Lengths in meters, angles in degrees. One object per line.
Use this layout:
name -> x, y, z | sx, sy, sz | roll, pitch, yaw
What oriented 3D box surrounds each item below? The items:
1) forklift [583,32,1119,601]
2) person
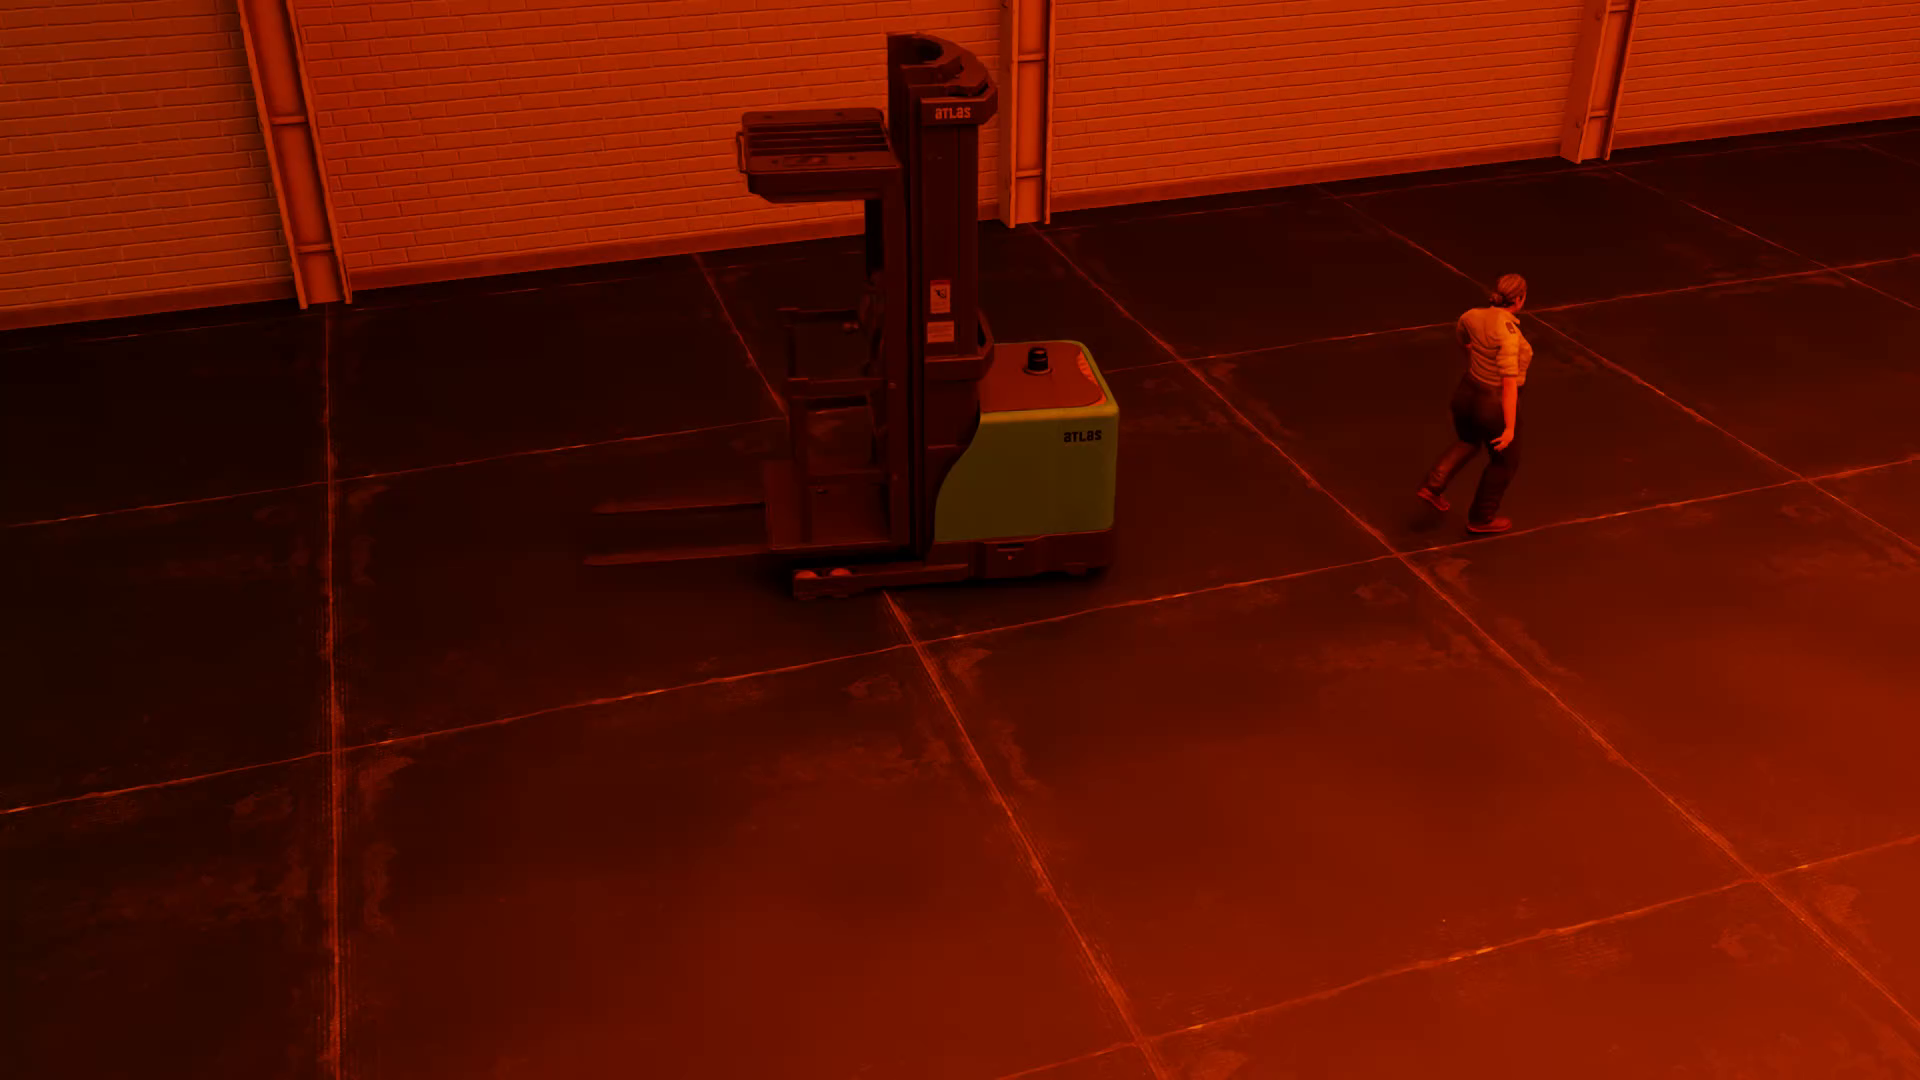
forklift -> -0.664, -1.209, 9.187 | 3.031, 2.935, 1.130 | -4, 30, -7
person -> 3.080, -0.787, 9.766 | 0.557, 1.633, 0.719 | -14, 33, -22
